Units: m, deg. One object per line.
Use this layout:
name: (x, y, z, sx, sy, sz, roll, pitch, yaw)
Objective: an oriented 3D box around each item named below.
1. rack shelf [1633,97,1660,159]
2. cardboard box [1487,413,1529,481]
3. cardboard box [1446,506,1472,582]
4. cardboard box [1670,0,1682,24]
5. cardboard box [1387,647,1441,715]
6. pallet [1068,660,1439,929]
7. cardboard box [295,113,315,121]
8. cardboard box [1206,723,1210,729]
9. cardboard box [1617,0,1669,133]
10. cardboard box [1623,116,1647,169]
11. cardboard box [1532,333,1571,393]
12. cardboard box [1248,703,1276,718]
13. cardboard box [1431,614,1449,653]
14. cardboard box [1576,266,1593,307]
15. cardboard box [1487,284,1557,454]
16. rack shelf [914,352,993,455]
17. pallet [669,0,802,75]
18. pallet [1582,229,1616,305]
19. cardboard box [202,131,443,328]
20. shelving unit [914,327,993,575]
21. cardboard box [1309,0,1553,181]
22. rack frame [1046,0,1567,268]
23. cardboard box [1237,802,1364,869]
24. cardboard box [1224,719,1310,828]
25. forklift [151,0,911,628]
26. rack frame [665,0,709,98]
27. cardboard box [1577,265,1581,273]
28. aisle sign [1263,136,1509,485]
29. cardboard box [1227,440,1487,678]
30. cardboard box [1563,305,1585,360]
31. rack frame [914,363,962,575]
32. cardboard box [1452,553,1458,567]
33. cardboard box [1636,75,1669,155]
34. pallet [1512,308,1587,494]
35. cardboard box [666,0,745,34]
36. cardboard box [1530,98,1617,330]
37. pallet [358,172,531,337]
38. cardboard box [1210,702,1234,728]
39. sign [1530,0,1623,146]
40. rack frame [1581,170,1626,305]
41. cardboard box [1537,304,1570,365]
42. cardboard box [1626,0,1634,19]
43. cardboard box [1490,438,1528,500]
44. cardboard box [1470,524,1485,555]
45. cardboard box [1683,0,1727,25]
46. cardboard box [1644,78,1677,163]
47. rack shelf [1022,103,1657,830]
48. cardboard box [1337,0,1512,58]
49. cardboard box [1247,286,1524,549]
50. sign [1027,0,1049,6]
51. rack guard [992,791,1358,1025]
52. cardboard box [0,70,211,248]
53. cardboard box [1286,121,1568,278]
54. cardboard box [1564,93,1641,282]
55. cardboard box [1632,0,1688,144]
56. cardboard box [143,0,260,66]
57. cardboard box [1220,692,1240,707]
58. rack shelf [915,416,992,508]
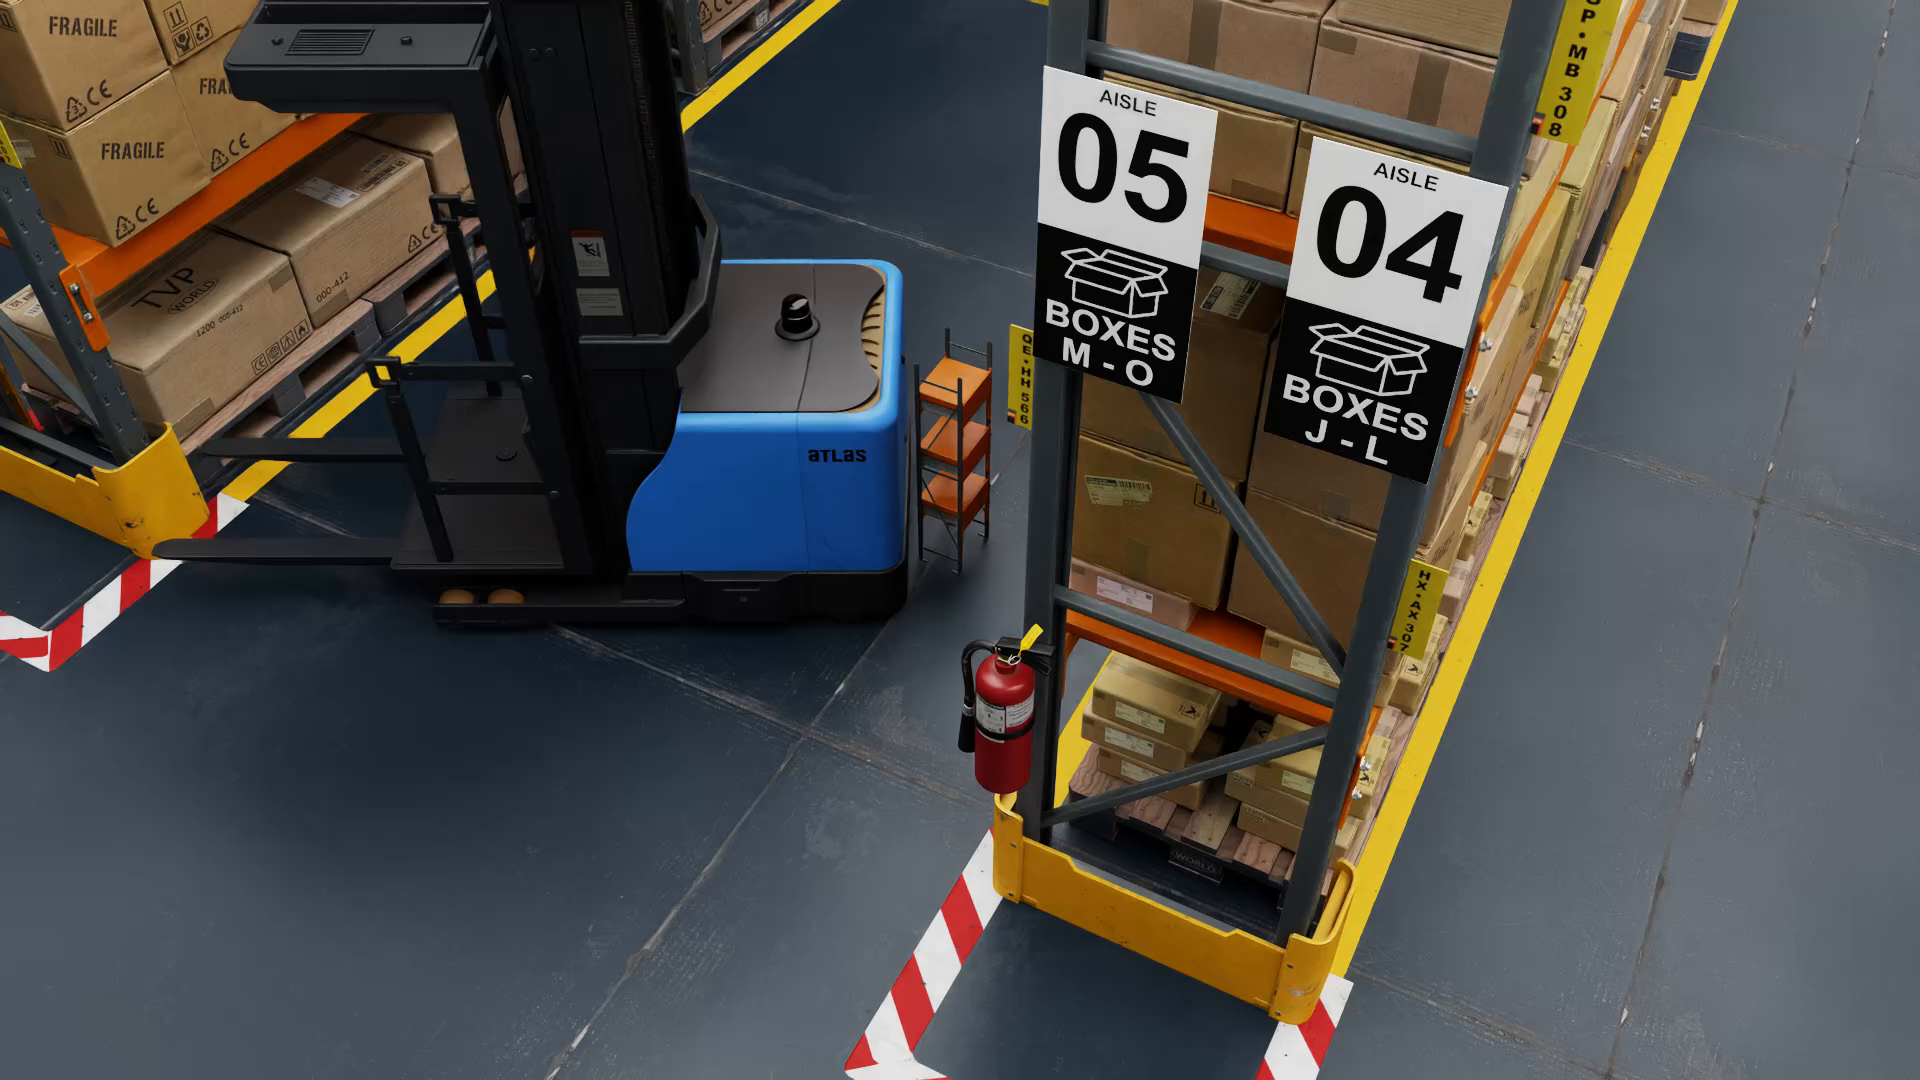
rack shelf: (3.439, -3.226, 8.615, 1.077, 0.370, 4.000, 20, 49, 19)
cardboard box: (2.035, -0.418, 6.625, 0.380, 0.149, 0.250, 19, 48, 18)
cardboard box: (1.348, -0.033, 5.130, 0.380, 0.149, 0.250, 19, 48, 18)
cardboard box: (2.532, -2.325, 6.236, 0.500, 0.500, 0.500, 19, 48, 18)
cardboard box: (1.554, 0.455, 6.180, 0.380, 0.149, 0.250, 21, 49, 20)
pallet: (1.097, 0.733, 6.157, 1.003, 0.211, 1.213, 20, 49, 19)
cardboard box: (-2.839, -2.155, 6.980, 0.500, 0.500, 0.500, 20, 49, 19)
cardboard box: (0.743, 0.559, 6.077, 0.380, 0.149, 0.250, 22, 49, 20)
cardboard box: (2.046, -1.680, 5.599, 0.500, 0.500, 0.500, 22, 49, 20)
cardboard box: (2.562, -1.675, 6.753, 0.380, 0.149, 0.250, 19, 48, 18)
cardboard box: (2.422, -0.817, 7.228, 0.380, 0.149, 0.250, 19, 48, 18)
cardboard box: (1.219, 0.515, 5.703, 0.380, 0.149, 0.250, 21, 49, 20)
cardboard box: (1.552, 0.342, 6.083, 0.380, 0.149, 0.250, 22, 49, 20)
cardboard box: (2.646, -1.166, 7.573, 0.380, 0.149, 0.250, 21, 49, 20)
cardboard box: (1.571, -0.681, 5.314, 0.500, 0.500, 0.500, 21, 49, 20)
rack shelf: (-0.025, -0.527, 6.429, 0.215, 0.259, 0.240, 20, 49, 19)
pallet: (-1.630, -3.321, 10.163, 1.003, 0.211, 1.213, 20, 49, 19)
pallet: (2.870, -1.730, 8.591, 1.003, 0.211, 1.213, 20, 49, 19)
cardboard box: (-3.143, -1.545, 7.954, 0.875, 0.438, 0.875, 22, 49, 20)
shelving unit: (-0.025, -0.335, 6.623, 0.215, 1.050, 0.252, 20, 49, 19)
cardboard box: (1.092, -1.074, 3.627, 0.500, 0.250, 0.500, 21, 49, 20)
rack frame: (0.653, -1.808, 2.490, 1.000, 3.000, 0.127, 20, 49, 19)
cardboard box: (1.180, 0.931, 5.710, 0.380, 0.149, 0.250, 21, 49, 20)
cardboard box: (1.124, 0.805, 5.625, 0.380, 0.149, 0.250, 22, 49, 21)
forklift: (-1.729, -1.054, 6.011, 3.031, 2.935, 1.130, 0, 45, 0)
rack frame: (-1.921, -3.790, 8.666, 1.000, 3.000, 0.127, 20, 49, 19)
cardboard box: (2.576, -1.264, 7.461, 0.380, 0.149, 0.250, 22, 49, 20)
aisle sign: (0.885, -0.468, 3.556, 0.394, 0.787, 0.004, 20, 49, 19)
cardboard box: (1.106, -0.031, 4.672, 0.500, 0.500, 0.500, 23, 50, 21)
cardboard box: (2.630, -1.005, 7.623, 0.380, 0.149, 0.250, 21, 49, 20)
rack frame: (-0.081, -0.258, 6.547, 0.200, 1.050, 0.008, 20, 49, 19)
cardboard box: (1.628, 0.043, 6.169, 0.380, 0.149, 0.250, 22, 49, 21)
cardboard box: (3.087, -2.130, 7.961, 0.500, 0.250, 0.500, 18, 48, 17)
pallet: (2.230, -0.804, 7.676, 1.003, 0.211, 1.213, 20, 49, 19)
cardboard box: (-1.704, -3.608, 9.685, 0.875, 0.875, 0.875, 22, 49, 20)
cardboard box: (1.587, -1.026, 4.952, 0.500, 0.500, 0.500, 19, 48, 18)
pallet: (-2.909, -1.585, 8.448, 1.003, 0.211, 1.213, 20, 49, 19)
cardboard box: (0.815, 0.477, 5.949, 0.380, 0.149, 0.250, 19, 48, 18)
sign: (1.134, -0.882, 3.069, 0.100, 0.325, 0.005, 20, 49, 19)
rack frame: (2.510, -2.219, 7.114, 1.000, 3.000, 0.127, 20, 49, 19)
cardboard box: (2.383, -0.930, 7.131, 0.380, 0.149, 0.250, 20, 49, 19)
cardboard box: (1.564, -1.558, 4.458, 0.500, 0.250, 0.500, 19, 48, 18)
cardboard box: (2.150, -0.353, 6.979, 0.380, 0.149, 0.250, 20, 49, 19)
cardboard box: (1.886, -0.048, 6.678, 0.380, 0.149, 0.250, 20, 49, 19)
cardboard box: (3.100, -2.375, 7.149, 0.380, 0.149, 0.250, 18, 48, 17)
cardboard box: (3.332, -2.200, 8.557, 0.500, 0.500, 0.500, 23, 50, 21)
rack shelf: (1.582, -0.706, 6.125, 1.077, 0.370, 4.000, 20, 49, 19)
cardboard box: (1.005, -1.146, 3.418, 0.380, 0.149, 0.250, 20, 49, 19)
cardboard box: (1.097, -0.386, 4.320, 0.500, 0.500, 0.500, 20, 49, 19)
sign: (0.171, -1.261, 3.435, 0.100, 0.325, 0.005, 20, 49, 19)
rack guard: (0.689, 1.132, 5.560, 1.175, 0.500, 0.348, 20, 49, 19)
cardboard box: (-3.301, -1.513, 6.346, 0.500, 0.500, 0.500, 20, 49, 19)
cardboard box: (1.088, -0.899, 3.806, 0.500, 0.250, 0.500, 22, 49, 20)
cardboard box: (2.062, -1.321, 5.947, 0.500, 0.500, 0.500, 20, 49, 19)
cardboard box: (2.536, -1.961, 6.579, 0.500, 0.500, 0.500, 21, 49, 19)
cardboard box: (-3.069, -2.193, 6.315, 0.500, 0.500, 0.500, 19, 48, 18)
cardboard box: (0.842, 0.390, 5.827, 0.380, 0.149, 0.250, 21, 49, 20)
rack shelf: (-0.025, -0.328, 6.631, 0.215, 0.259, 0.240, 20, 49, 19)
